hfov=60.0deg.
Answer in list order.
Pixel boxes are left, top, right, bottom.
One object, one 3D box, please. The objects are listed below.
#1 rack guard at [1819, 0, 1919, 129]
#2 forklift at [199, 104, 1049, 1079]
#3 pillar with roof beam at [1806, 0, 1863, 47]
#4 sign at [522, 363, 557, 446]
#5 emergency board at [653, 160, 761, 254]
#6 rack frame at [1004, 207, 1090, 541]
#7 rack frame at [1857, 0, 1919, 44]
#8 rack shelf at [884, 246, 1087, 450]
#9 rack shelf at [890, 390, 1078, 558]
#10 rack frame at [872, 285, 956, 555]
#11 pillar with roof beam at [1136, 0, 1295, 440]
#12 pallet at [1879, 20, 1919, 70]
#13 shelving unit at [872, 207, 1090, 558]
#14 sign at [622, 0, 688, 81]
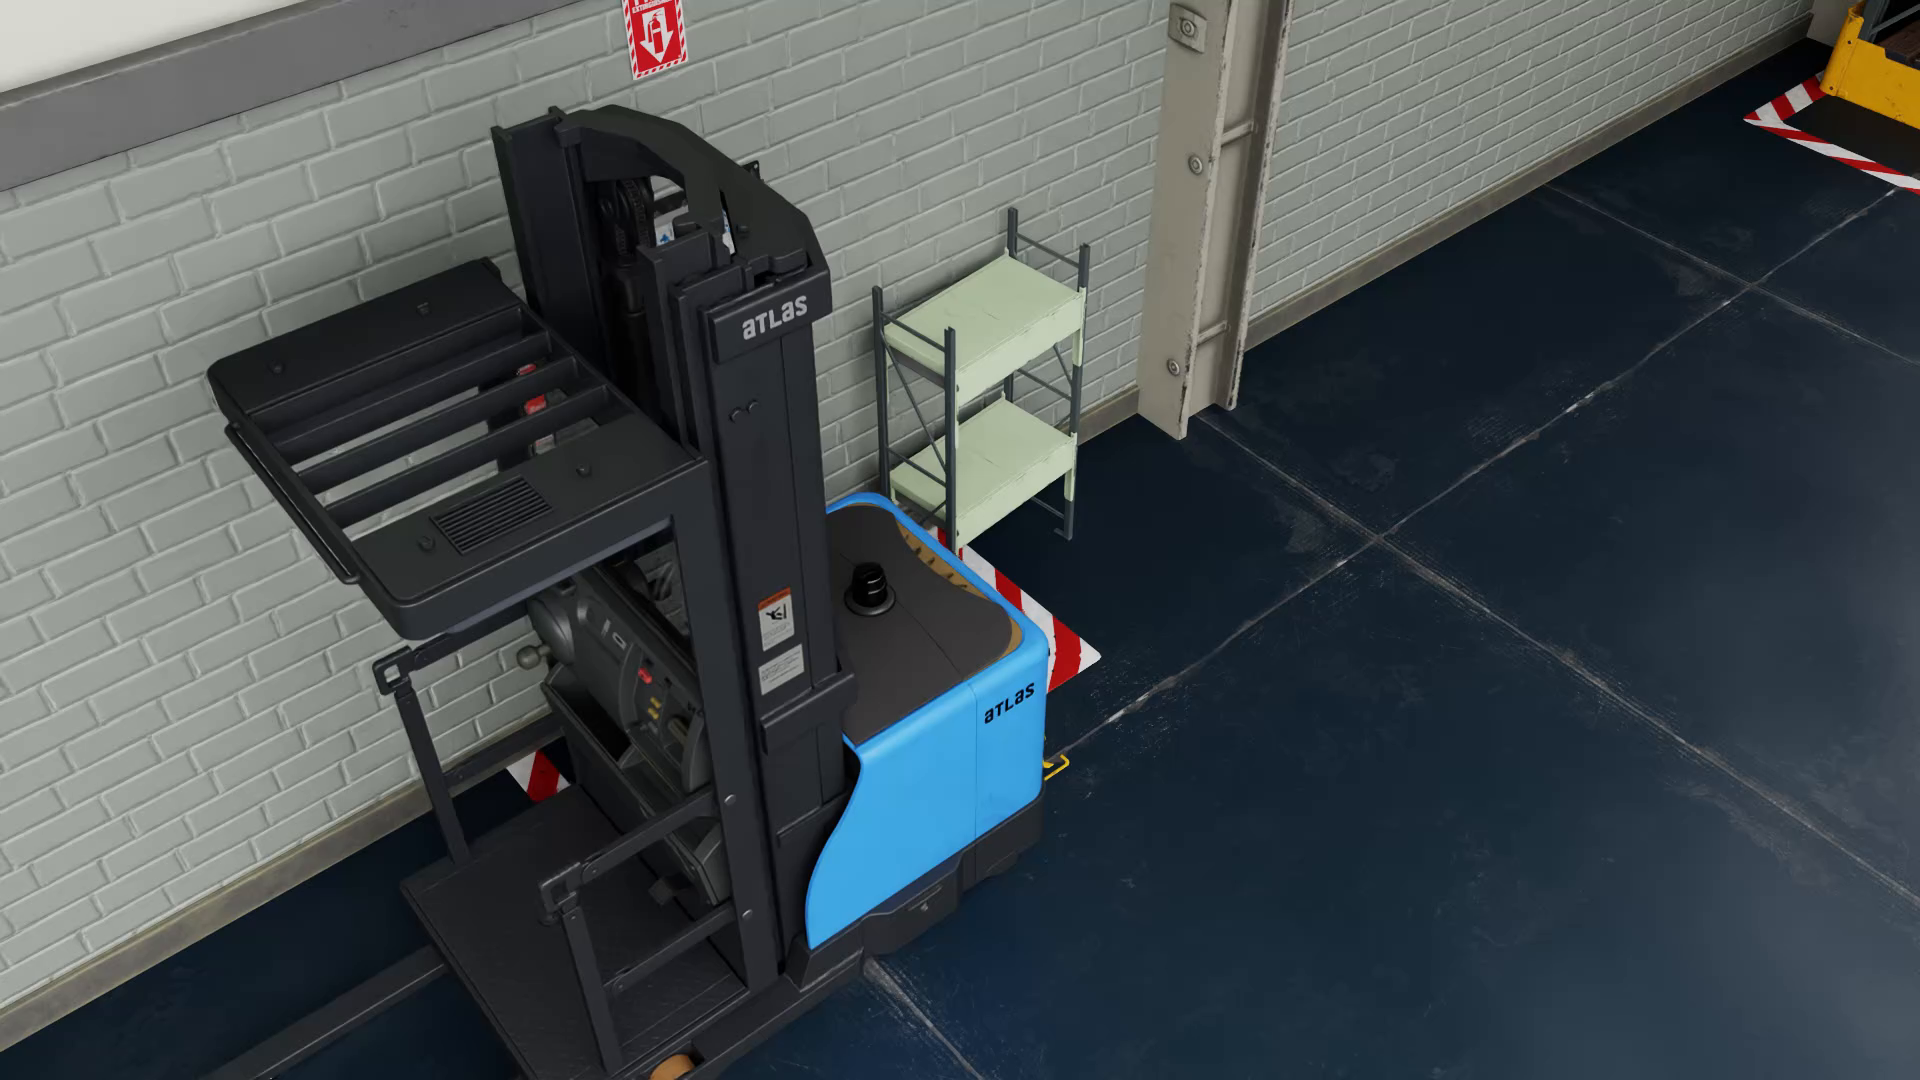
[{"bbox_3d":[5.749,-2.721,9.782,0.348,0.500,1.175,-30,51,-28],"label":"rack guard"},{"bbox_3d":[-1.157,0.412,4.670,3.031,2.935,1.130,-29,51,-28],"label":"forklift"},{"bbox_3d":[8.435,-4.287,5.241,0.400,9.000,9.100,-30,51,-28],"label":"pillar with roof beam"},{"bbox_3d":[-1.340,-0.484,5.548,0.234,0.329,0.001,-30,51,-28],"label":"sign"},{"bbox_3d":[-0.850,-0.660,5.761,0.643,1.169,0.194,-30,51,-28],"label":"emergency board"},{"bbox_3d":[0.337,-0.643,6.839,0.400,1.500,0.023,33,52,30],"label":"rack frame"},{"bbox_3d":[5.691,-3.599,8.891,0.127,3.000,1.000,-30,51,-28],"label":"rack frame"},{"bbox_3d":[0.085,-0.746,6.379,0.431,0.370,0.720,33,52,30],"label":"rack shelf"},{"bbox_3d":[0.085,-0.224,6.869,0.431,0.370,0.720,33,52,30],"label":"rack shelf"},{"bbox_3d":[-0.168,-0.280,6.453,0.400,1.500,0.023,33,52,30],"label":"rack frame"},{"bbox_3d":[3.832,-1.651,2.435,0.400,9.000,9.100,-30,51,-28],"label":"pillar with roof beam"},{"bbox_3d":[6.395,-2.954,10.241,1.213,0.211,1.003,-30,51,-28],"label":"pallet"},{"bbox_3d":[0.085,-0.462,6.646,0.431,1.500,0.755,33,52,30],"label":"shelving unit"},{"bbox_3d":[-0.920,-1.553,5.020,0.199,0.298,0.001,-30,51,-28],"label":"sign"}]
